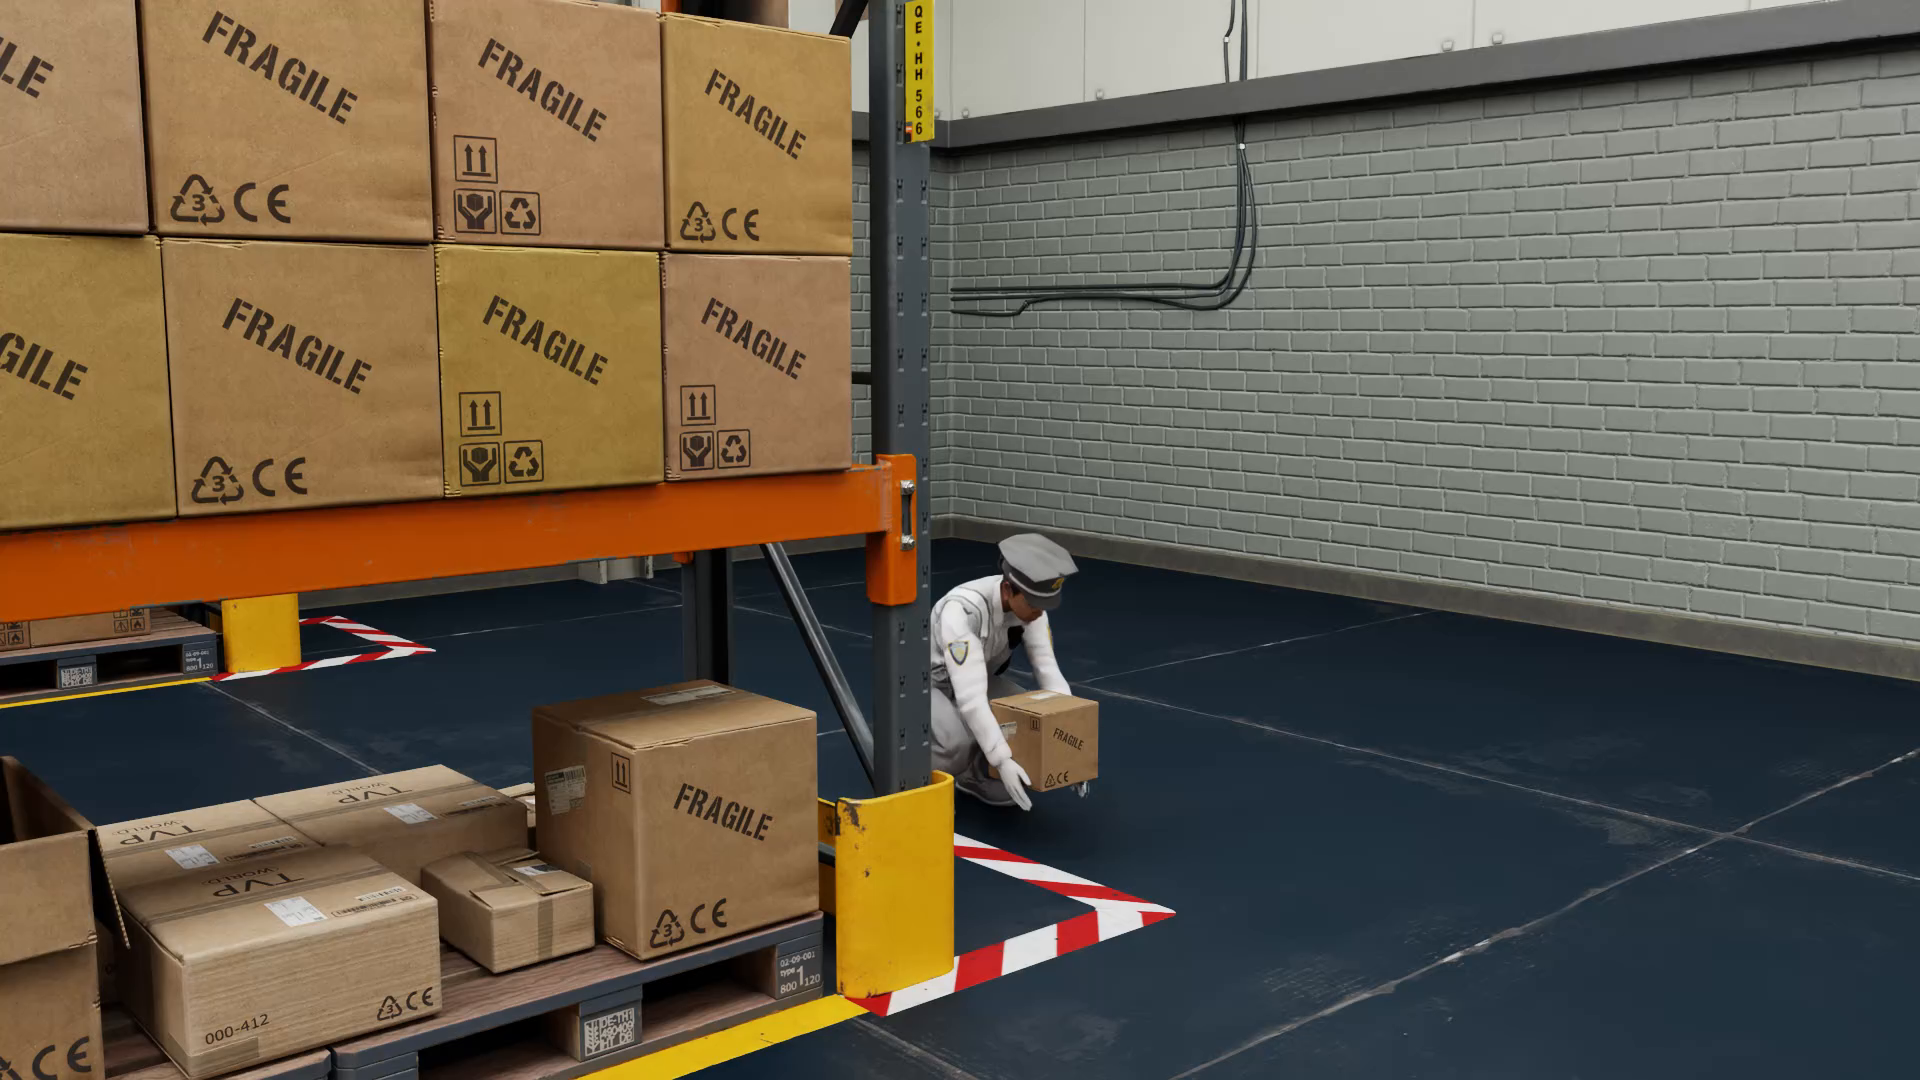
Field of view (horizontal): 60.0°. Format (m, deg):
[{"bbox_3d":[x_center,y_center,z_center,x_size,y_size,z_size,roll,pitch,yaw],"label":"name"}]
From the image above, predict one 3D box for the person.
[{"bbox_3d":[0.086,0.454,5.563,0.471,0.972,0.848,-5,9,-35],"label":"person"}]
